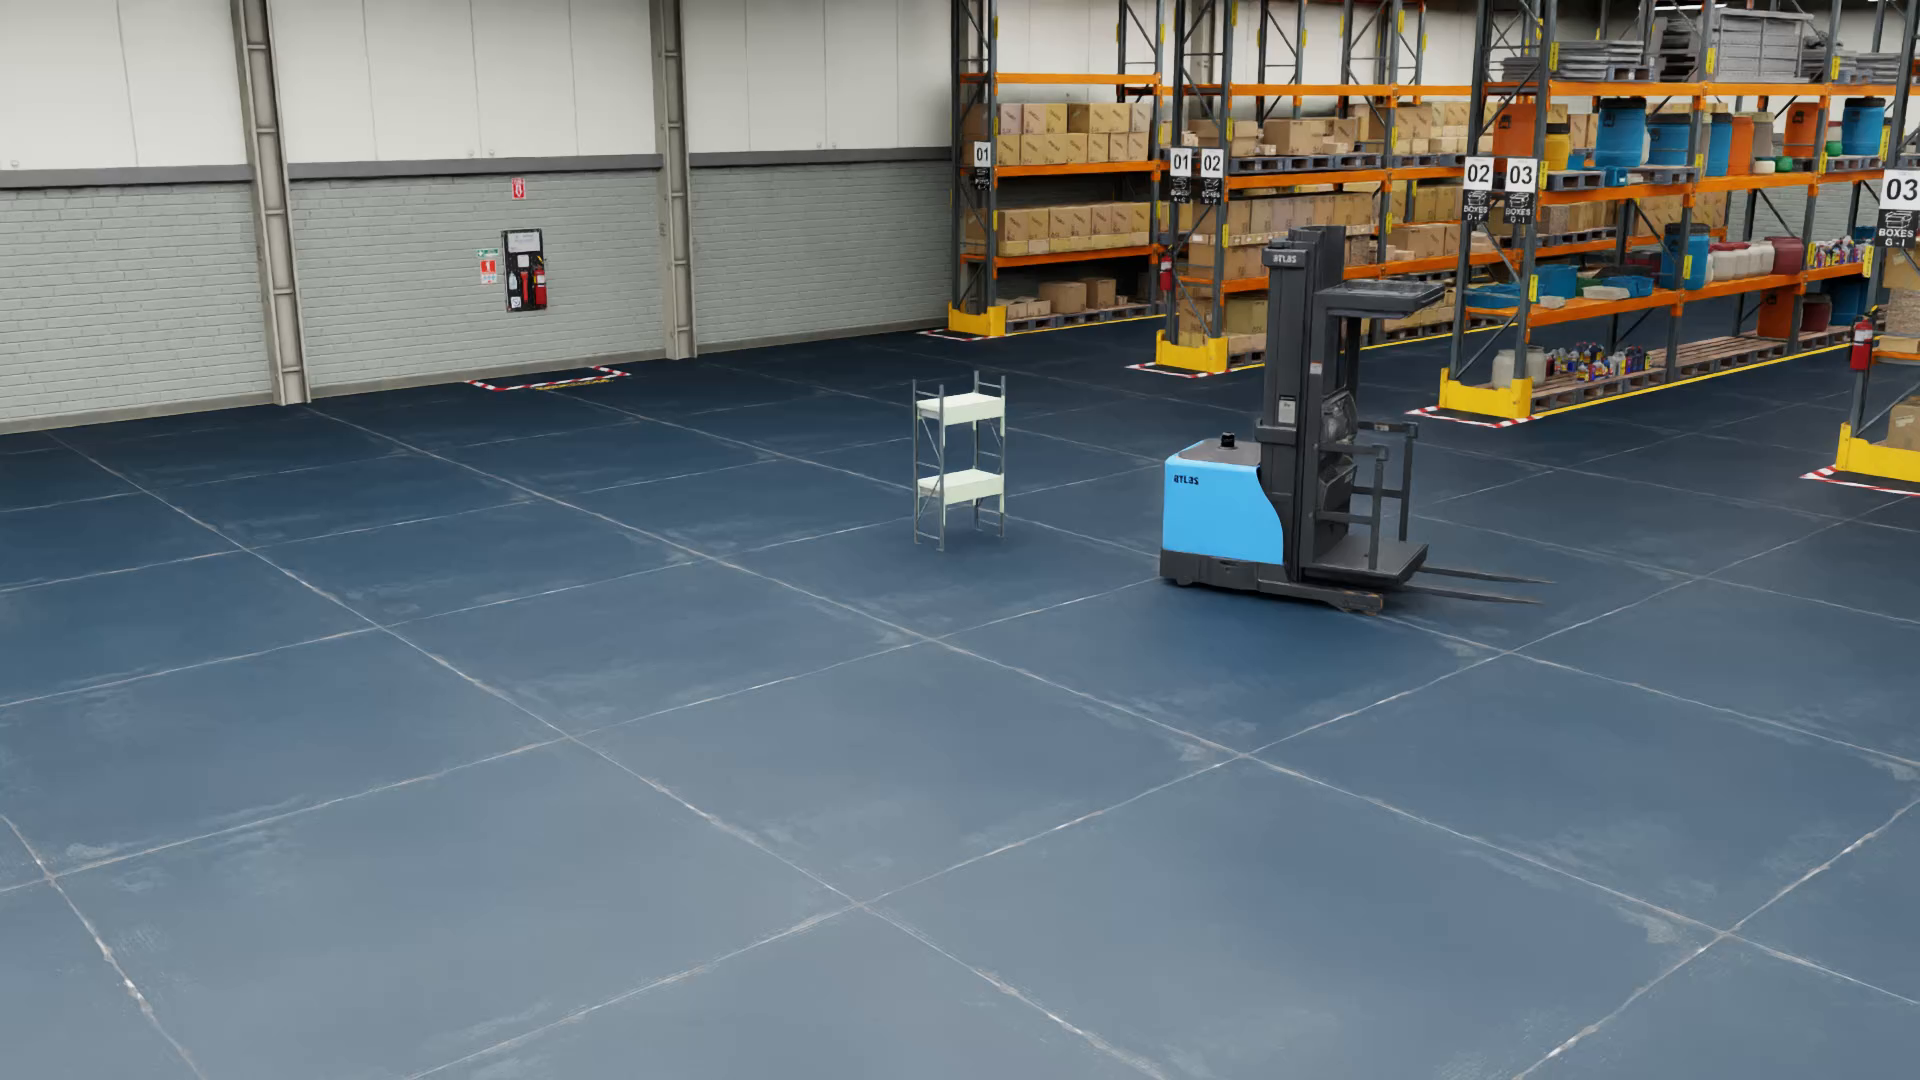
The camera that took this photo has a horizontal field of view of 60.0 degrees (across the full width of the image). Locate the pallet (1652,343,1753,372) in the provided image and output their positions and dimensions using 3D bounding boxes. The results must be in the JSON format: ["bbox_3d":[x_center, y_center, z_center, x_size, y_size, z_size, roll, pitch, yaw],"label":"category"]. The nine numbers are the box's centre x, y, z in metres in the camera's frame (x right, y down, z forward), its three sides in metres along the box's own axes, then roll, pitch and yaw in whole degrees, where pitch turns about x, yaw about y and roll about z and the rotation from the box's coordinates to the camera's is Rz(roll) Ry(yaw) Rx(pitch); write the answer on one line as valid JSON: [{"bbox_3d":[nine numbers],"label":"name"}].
[{"bbox_3d":[11.237,-2.768,25.203,1.213,0.211,1.003,-13,19,-39],"label":"pallet"}]

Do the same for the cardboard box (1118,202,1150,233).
[{"bbox_3d":[3.093,-5.855,30.155,0.500,0.500,0.500,-13,20,-39],"label":"cardboard box"}]

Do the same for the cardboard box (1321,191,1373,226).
[{"bbox_3d":[6.170,-5.330,26.685,0.500,0.500,0.700,-13,19,-39],"label":"cardboard box"}]

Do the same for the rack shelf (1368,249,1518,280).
[{"bbox_3d":[8.010,-4.723,28.513,4.000,0.370,1.077,-13,19,-39],"label":"rack shelf"}]

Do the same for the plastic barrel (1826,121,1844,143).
[{"bbox_3d":[14.006,-6.492,26.851,0.433,0.535,0.433,0,15,0],"label":"plastic barrel"}]

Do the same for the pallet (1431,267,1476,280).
[{"bbox_3d":[10.827,-6.025,37.396,1.213,0.211,1.003,-13,19,-39],"label":"pallet"}]

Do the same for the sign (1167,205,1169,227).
[{"bbox_3d":[3.138,-4.836,24.839,0.005,0.325,0.100,-13,19,-39],"label":"sign"}]

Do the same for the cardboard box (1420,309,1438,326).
[{"bbox_3d":[7.743,-3.801,28.181,0.500,0.250,0.500,-13,20,-41],"label":"cardboard box"}]

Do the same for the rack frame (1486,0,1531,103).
[{"bbox_3d":[12.299,-10.627,37.596,0.127,3.000,1.000,-13,19,-39],"label":"rack frame"}]

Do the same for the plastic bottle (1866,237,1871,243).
[{"bbox_3d":[15.211,-4.907,27.903,0.185,0.351,0.144,-13,19,-39],"label":"plastic bottle"}]

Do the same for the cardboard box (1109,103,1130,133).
[{"bbox_3d":[2.638,-7.453,29.356,0.500,0.500,0.500,-11,19,-36],"label":"cardboard box"}]

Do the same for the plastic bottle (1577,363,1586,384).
[{"bbox_3d":[8.304,-2.230,22.221,0.097,0.271,0.097,0,15,0],"label":"plastic bottle"}]

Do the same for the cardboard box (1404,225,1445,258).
[{"bbox_3d":[7.866,-5.081,28.266,0.500,0.500,0.500,-13,19,-39],"label":"cardboard box"}]

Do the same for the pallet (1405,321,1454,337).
[{"bbox_3d":[7.952,-3.725,28.785,1.213,0.211,1.003,-13,19,-39],"label":"pallet"}]

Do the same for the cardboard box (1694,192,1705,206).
[{"bbox_3d":[14.630,-6.993,33.484,0.500,0.500,0.500,-12,19,-38],"label":"cardboard box"}]

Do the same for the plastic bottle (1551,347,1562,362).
[{"bbox_3d":[8.265,-2.508,23.108,0.185,0.351,0.144,-12,19,-37],"label":"plastic bottle"}]

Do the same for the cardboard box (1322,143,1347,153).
[{"bbox_3d":[5.770,-6.073,25.761,0.250,0.149,0.380,-13,19,-39],"label":"cardboard box"}]

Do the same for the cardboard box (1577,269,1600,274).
[{"bbox_3d":[11.973,-4.870,31.662,0.500,0.500,0.500,-13,19,-39],"label":"cardboard box"}]

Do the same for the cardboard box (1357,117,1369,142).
[{"bbox_3d":[8.168,-8.526,34.498,0.500,0.500,0.700,-13,20,-40],"label":"cardboard box"}]

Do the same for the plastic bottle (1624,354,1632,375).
[{"bbox_3d":[9.213,-2.434,22.959,0.133,0.283,0.061,-11,19,-36],"label":"plastic bottle"}]

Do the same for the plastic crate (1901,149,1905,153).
[{"bbox_3d":[16.262,-6.707,29.057,0.300,0.233,0.416,-13,19,-39],"label":"plastic crate"}]

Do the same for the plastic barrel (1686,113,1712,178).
[{"bbox_3d":[10.484,-5.697,23.983,0.600,0.901,0.600,0,15,0],"label":"plastic barrel"}]

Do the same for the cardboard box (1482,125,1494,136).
[{"bbox_3d":[11.529,-9.092,36.947,0.500,0.250,0.500,-14,20,-41],"label":"cardboard box"}]

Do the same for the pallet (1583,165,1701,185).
[{"bbox_3d":[9.269,-4.983,22.648,1.003,0.211,1.213,-13,19,-39],"label":"pallet"}]

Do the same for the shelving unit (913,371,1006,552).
[{"bbox_3d":[-0.005,-0.723,15.052,0.755,1.500,0.431,-13,19,-39],"label":"shelving unit"}]

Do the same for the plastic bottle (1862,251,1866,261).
[{"bbox_3d":[14.872,-4.701,27.423,0.097,0.201,0.097,0,15,0],"label":"plastic bottle"}]

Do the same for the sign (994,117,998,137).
[{"bbox_3d":[0.585,-6.784,27.328,0.005,0.325,0.100,-13,19,-39],"label":"sign"}]

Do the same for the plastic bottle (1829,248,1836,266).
[{"bbox_3d":[13.960,-4.530,26.622,0.133,0.283,0.061,-13,19,-39],"label":"plastic bottle"}]

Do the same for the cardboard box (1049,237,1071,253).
[{"bbox_3d":[1.576,-5.152,28.976,0.500,0.250,0.500,-13,20,-40],"label":"cardboard box"}]

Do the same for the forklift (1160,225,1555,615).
[{"bbox_3d":[3.215,-0.981,13.243,3.031,2.935,1.130,8,17,27],"label":"forklift"}]

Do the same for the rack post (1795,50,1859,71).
[{"bbox_3d":[13.287,-7.437,25.801,0.937,0.300,0.954,-13,19,-39],"label":"rack post"}]

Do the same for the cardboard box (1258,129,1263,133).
[{"bbox_3d":[5.570,-7.803,32.605,0.500,0.500,0.500,-13,19,-39],"label":"cardboard box"}]

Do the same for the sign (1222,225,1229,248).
[{"bbox_3d":[3.843,-4.402,24.085,0.005,0.325,0.100,-13,19,-39],"label":"sign"}]

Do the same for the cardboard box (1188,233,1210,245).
[{"bbox_3d":[3.647,-4.518,24.900,0.250,0.149,0.380,-13,20,-40],"label":"cardboard box"}]

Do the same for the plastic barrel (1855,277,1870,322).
[{"bbox_3d":[15.363,-4.222,28.497,0.708,0.901,0.600,-13,19,-39],"label":"plastic barrel"}]

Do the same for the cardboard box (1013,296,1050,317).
[{"bbox_3d":[1.240,-4.128,29.248,0.500,0.311,0.500,-11,18,-35],"label":"cardboard box"}]

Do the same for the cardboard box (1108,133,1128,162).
[{"bbox_3d":[2.638,-6.986,29.545,0.500,0.500,0.500,14,20,42],"label":"cardboard box"}]

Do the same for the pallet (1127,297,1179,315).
[{"bbox_3d":[3.833,-4.480,31.615,1.213,0.211,1.003,-13,19,-39],"label":"pallet"}]

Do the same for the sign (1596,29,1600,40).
[{"bbox_3d":[12.194,-9.584,31.728,0.005,0.325,0.100,-13,19,-39],"label":"sign"}]

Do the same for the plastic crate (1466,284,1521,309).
[{"bbox_3d":[6.913,-3.160,21.557,0.616,0.251,0.499,-13,19,-39],"label":"plastic crate"}]

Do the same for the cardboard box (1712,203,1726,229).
[{"bbox_3d":[15.394,-6.684,34.267,0.500,0.500,0.500,-12,19,-38],"label":"cardboard box"}]

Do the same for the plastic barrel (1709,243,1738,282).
[{"bbox_3d":[11.169,-4.076,24.434,0.433,0.535,0.433,0,15,0],"label":"plastic barrel"}]

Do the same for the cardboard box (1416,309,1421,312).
[{"bbox_3d":[7.357,-3.982,27.774,0.500,0.311,0.500,-13,20,-40],"label":"cardboard box"}]

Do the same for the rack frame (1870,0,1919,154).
[{"bbox_3d":[15.785,-8.020,27.839,0.127,3.000,1.000,-13,19,-39],"label":"rack frame"}]

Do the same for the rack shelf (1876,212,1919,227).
[{"bbox_3d":[11.492,-3.565,18.367,4.000,0.370,1.077,-13,19,-39],"label":"rack shelf"}]

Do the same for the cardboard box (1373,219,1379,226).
[{"bbox_3d":[8.652,-6.688,34.923,0.250,0.149,0.380,-13,19,-39],"label":"cardboard box"}]

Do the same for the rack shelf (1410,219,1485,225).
[{"bbox_3d":[10.790,-7.042,37.195,4.000,0.370,1.077,-13,19,-39],"label":"rack shelf"}]

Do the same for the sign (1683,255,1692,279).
[{"bbox_3d":[10.102,-3.792,23.096,0.005,0.325,0.100,-13,19,-39],"label":"sign"}]

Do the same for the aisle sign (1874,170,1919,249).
[{"bbox_3d":[9.740,-3.429,17.237,0.004,0.787,0.394,-13,19,-39],"label":"aisle sign"}]

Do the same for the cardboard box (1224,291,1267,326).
[{"bbox_3d":[4.437,-3.612,26.021,0.500,0.500,0.500,-13,19,-39],"label":"cardboard box"}]

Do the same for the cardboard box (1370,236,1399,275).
[{"bbox_3d":[8.876,-6.080,35.550,0.750,0.750,0.750,-12,19,-39],"label":"cardboard box"}]

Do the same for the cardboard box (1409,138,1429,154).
[{"bbox_3d":[7.385,-6.507,27.464,0.500,0.250,0.500,14,20,42],"label":"cardboard box"}]

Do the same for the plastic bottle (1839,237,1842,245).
[{"bbox_3d":[15.127,-5.064,28.622,0.133,0.283,0.061,-13,19,-39],"label":"plastic bottle"}]

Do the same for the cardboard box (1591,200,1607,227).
[{"bbox_3d":[12.032,-6.301,32.021,0.700,0.500,0.500,8,17,28],"label":"cardboard box"}]

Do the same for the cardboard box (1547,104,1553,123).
[{"bbox_3d":[10.236,-7.549,29.755,0.500,0.500,0.500,-13,19,-39],"label":"cardboard box"}]

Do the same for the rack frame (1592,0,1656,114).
[{"bbox_3d":[12.536,-8.985,31.451,0.127,3.000,1.000,-13,19,-39],"label":"rack frame"}]
